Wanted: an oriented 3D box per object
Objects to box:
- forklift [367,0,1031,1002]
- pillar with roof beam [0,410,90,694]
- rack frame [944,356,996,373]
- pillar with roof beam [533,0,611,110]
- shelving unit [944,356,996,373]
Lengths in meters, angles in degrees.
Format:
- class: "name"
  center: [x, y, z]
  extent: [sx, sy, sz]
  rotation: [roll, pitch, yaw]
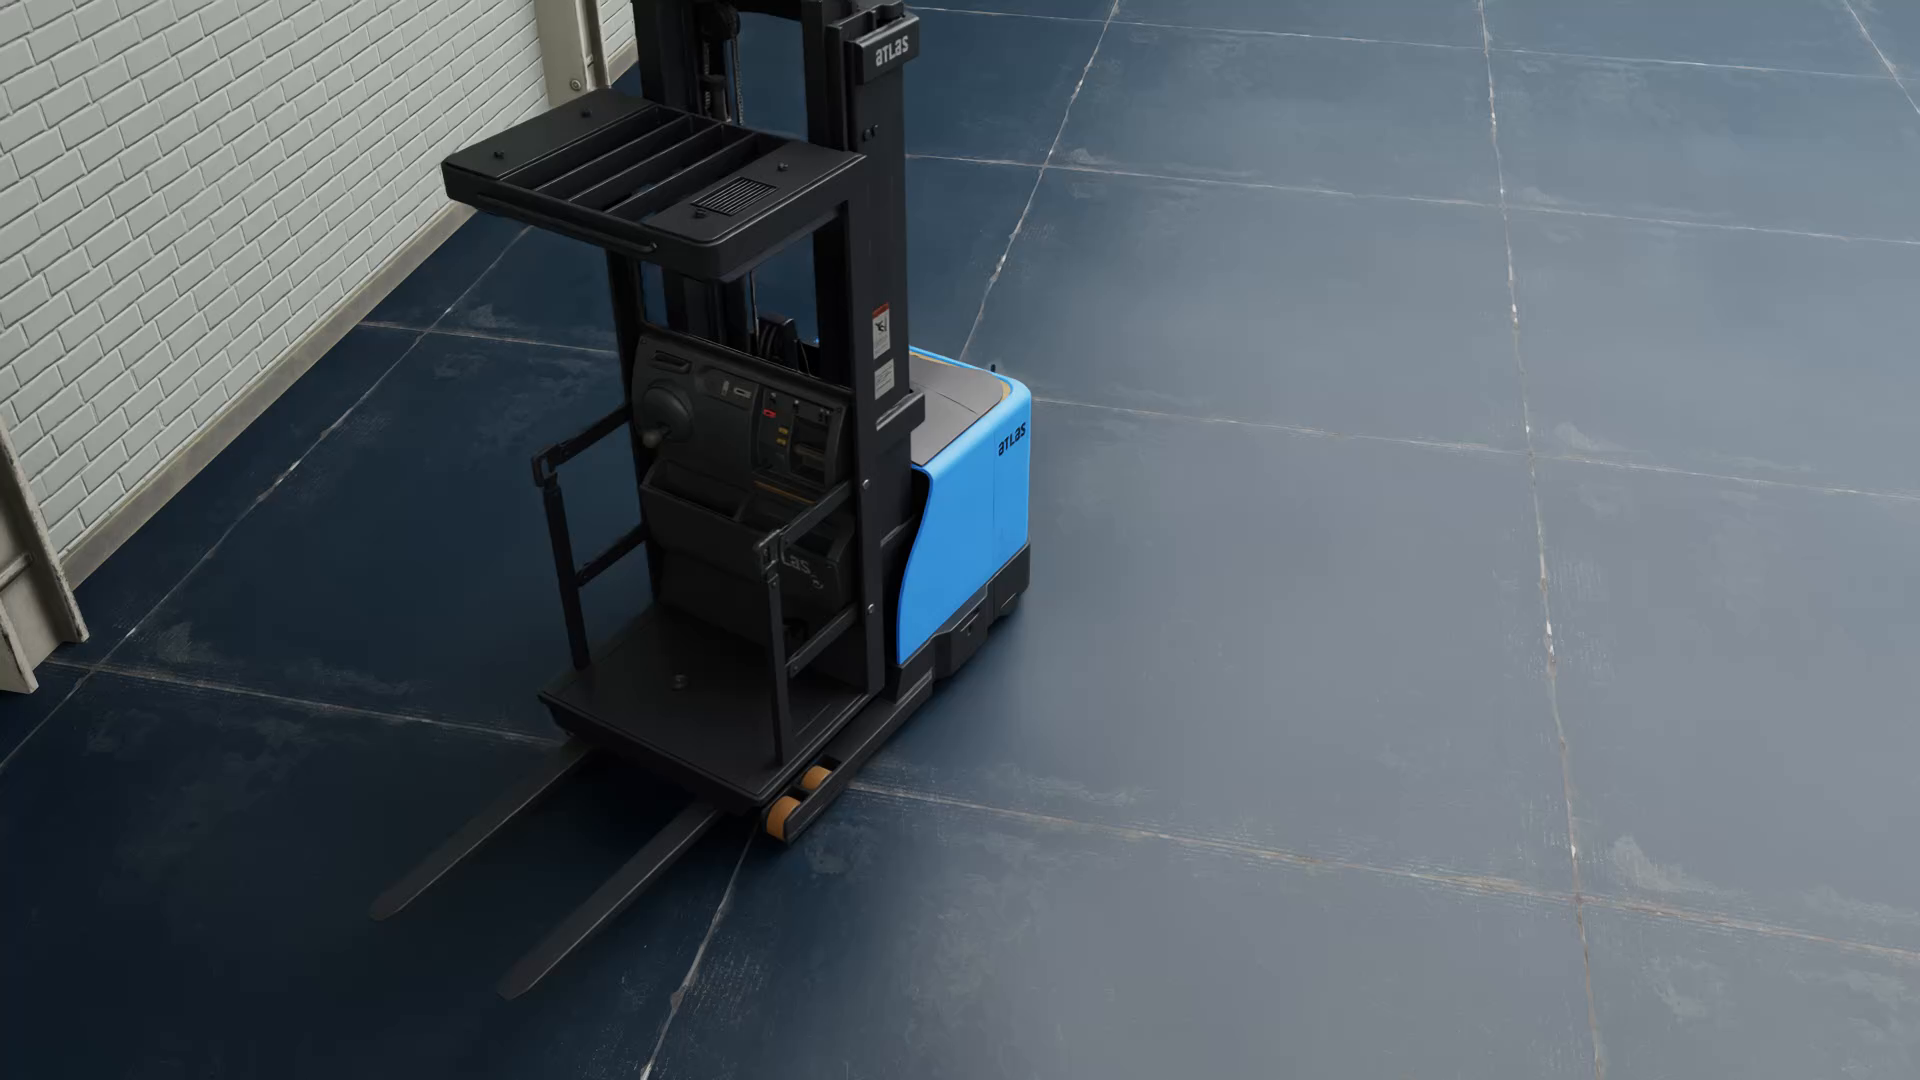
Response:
- class: "forklift"
  center: [-0.910, -0.381, 5.778]
  extent: [1.130, 2.935, 3.031]
  rotation: [21, 41, 26]
- class: "pillar with roof beam"
  center: [0.256, -2.601, 3.670]
  extent: [9.100, 9.000, 0.400]
  rotation: [7, 37, 10]
- class: "rack frame"
  center: [0.043, -0.425, 7.569]
  extent: [0.240, 0.900, 0.006]
  rotation: [10, 37, 14]
- class: "pillar with roof beam"
  center: [1.538, -6.040, 8.416]
  extent: [9.100, 9.000, 0.400]
  rotation: [7, 37, 10]
- class: "shelving unit"
  center: [0.012, -0.368, 7.490]
  extent: [0.258, 0.900, 0.210]
  rotation: [10, 37, 14]
